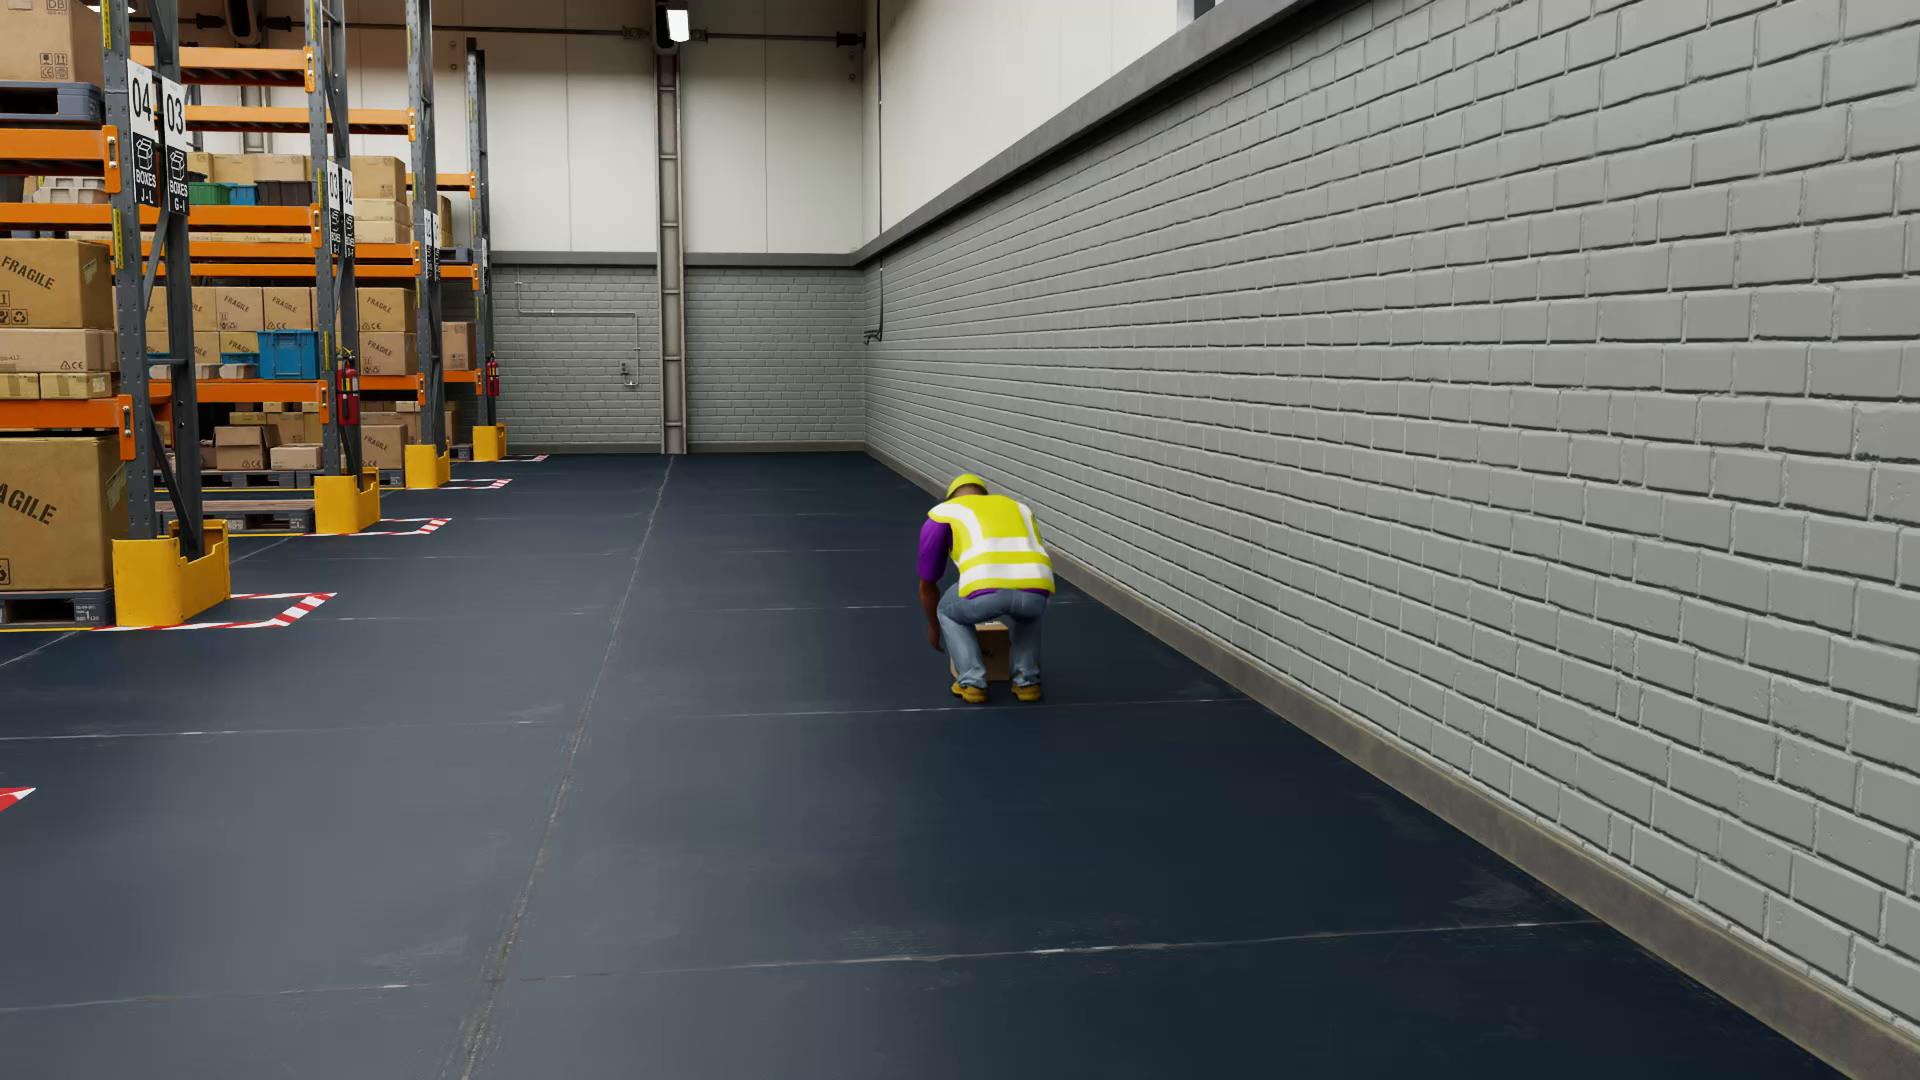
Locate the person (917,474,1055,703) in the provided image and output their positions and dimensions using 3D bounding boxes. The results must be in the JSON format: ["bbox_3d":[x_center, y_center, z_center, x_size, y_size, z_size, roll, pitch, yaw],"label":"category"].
[{"bbox_3d":[0.112,0.214,7.676,0.584,0.994,0.891,-1,7,-9],"label":"person"}]
